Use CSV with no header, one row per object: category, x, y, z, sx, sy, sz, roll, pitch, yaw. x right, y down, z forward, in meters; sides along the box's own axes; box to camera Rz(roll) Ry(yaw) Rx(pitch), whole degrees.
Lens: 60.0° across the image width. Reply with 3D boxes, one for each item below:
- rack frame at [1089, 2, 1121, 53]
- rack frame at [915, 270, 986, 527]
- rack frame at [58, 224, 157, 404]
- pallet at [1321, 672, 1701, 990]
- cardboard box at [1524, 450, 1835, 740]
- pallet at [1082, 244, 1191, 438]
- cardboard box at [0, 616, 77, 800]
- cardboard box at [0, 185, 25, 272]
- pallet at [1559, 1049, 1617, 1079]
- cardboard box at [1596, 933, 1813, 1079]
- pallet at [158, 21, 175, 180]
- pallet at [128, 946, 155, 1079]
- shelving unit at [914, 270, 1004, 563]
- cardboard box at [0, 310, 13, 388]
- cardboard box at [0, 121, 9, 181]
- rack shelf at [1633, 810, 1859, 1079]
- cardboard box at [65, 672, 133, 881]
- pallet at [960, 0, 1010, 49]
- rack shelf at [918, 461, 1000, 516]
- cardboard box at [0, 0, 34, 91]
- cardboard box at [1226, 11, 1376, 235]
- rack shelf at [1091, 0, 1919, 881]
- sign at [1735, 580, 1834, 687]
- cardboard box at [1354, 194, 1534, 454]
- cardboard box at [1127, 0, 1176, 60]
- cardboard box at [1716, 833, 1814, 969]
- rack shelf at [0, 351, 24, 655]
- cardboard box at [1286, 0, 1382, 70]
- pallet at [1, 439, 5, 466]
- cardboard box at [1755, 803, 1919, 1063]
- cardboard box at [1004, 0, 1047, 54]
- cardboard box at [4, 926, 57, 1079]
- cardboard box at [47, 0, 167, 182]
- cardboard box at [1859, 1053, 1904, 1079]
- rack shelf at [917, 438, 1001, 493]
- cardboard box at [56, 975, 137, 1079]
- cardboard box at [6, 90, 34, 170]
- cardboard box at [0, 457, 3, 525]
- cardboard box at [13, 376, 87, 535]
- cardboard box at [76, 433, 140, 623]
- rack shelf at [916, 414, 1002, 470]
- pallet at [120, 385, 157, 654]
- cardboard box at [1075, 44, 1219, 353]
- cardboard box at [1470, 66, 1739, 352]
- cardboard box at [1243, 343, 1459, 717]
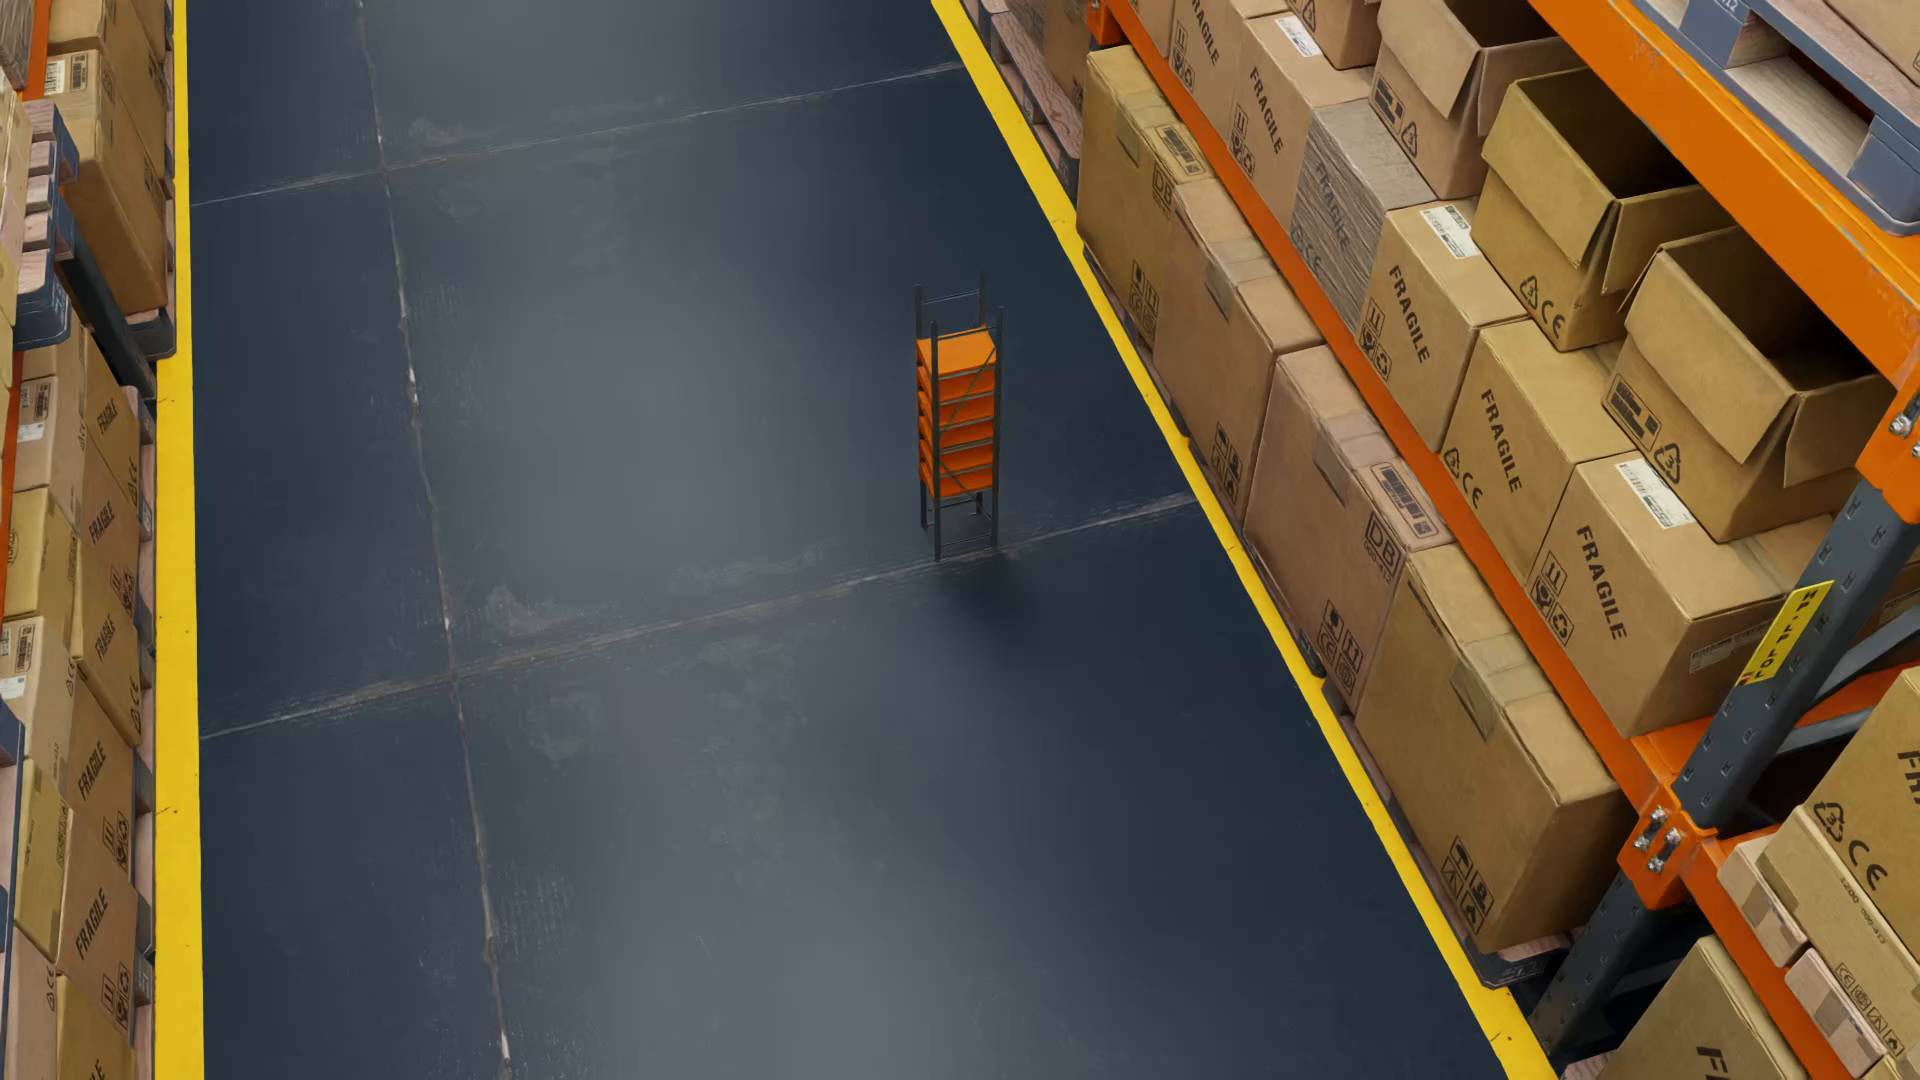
rack frame,1.027,-2.508,6.402,1.000,3.000,0.127,-13,51,-11
rack frame,-0.031,-0.464,5.857,0.240,1.200,0.006,-13,51,-11
rack frame,-3.741,-1.460,5.519,1.000,3.000,0.127,-13,51,-11
pallet,1.909,0.766,5.466,1.003,0.211,1.213,-13,51,-11
cardboard box,1.810,0.101,4.137,0.500,0.500,0.500,-13,51,-11
pallet,1.188,-1.016,6.969,1.003,0.211,1.213,-13,51,-11
cardboard box,-2.831,0.528,4.712,0.500,0.250,0.500,-12,51,-10
cardboard box,-3.008,-0.889,4.927,0.380,0.149,0.250,-13,51,-10
pallet,2.360,1.885,4.523,1.003,0.211,1.213,-13,51,-11
cardboard box,2.328,1.463,4.170,0.875,0.875,0.875,-13,51,-11
pallet,-4.260,-2.044,7.835,1.003,0.211,1.213,-13,51,-11
pallet,-2.790,1.792,4.602,1.003,0.211,1.213,-13,51,-11
shelving unit,-0.004,-0.397,5.800,0.258,1.200,0.189,-13,51,-11
cardboard box,-2.857,-0.510,4.608,0.380,0.149,0.250,-15,52,-13
cardboard box,-3.080,-1.158,4.960,0.380,0.149,0.250,-12,51,-10
rack shelf,2.801,2.106,2.983,1.077,0.370,4.000,-13,51,-11
cardboard box,-2.850,0.766,5.003,0.500,0.500,0.500,-13,51,-10
pallet,0.440,-3.070,8.700,1.003,0.211,1.213,-13,51,-11
rack shelf,-0.004,-0.214,6.018,0.258,0.103,0.180,-13,51,-11
cardboard box,-3.616,-1.882,5.809,0.500,0.500,0.500,-13,51,-11
cardboard box,1.220,-1.374,5.381,0.500,0.500,0.500,-14,51,-12
rack shelf,1.618,-0.815,5.446,1.077,0.370,4.000,-13,51,-11
sign,1.694,0.195,3.418,0.100,0.325,0.005,-13,51,-11
cardboard box,1.509,-0.642,4.764,0.500,0.500,0.500,-14,51,-11
cardboard box,0.910,-2.124,6.013,0.500,0.500,0.500,-12,51,-10
cardboard box,1.979,0.786,3.790,0.380,0.149,0.250,-13,51,-11
rack shelf,-3.150,0.232,4.563,1.077,0.370,4.000,-13,51,-11
cardboard box,1.417,-1.849,5.126,0.797,0.503,0.637,-12,51,-10
pallet,-3.117,0.038,4.382,1.003,0.211,1.213,-13,51,-11
cardboard box,2.098,0.768,3.544,0.500,0.250,0.500,-14,51,-12
cardboard box,0.633,-2.731,7.938,0.700,0.500,0.500,-17,52,-14
cardboard box,-2.525,1.290,4.070,0.500,0.250,0.500,-15,52,-13
cardboard box,-4.097,-1.974,7.149,1.050,0.750,0.750,-13,51,-10
cardboard box,2.135,1.170,3.466,0.380,0.149,0.250,-12,51,-10
rack shelf,-0.004,-0.291,5.926,0.258,0.103,0.180,-13,51,-11
cardboard box,-2.524,1.532,4.357,0.500,0.500,0.500,-12,51,-10
cardboard box,-3.156,-1.258,5.239,0.380,0.149,0.250,-13,51,-10
cardboard box,-2.698,-0.122,4.281,0.380,0.149,0.250,-15,52,-13
cardboard box,-3.129,-0.225,5.348,0.500,0.250,0.500,-13,51,-10
cardboard box,-3.147,0.011,5.639,0.500,0.500,0.500,-11,51,-10
rack shelf,-0.004,-0.369,5.834,0.258,0.103,0.180,-13,51,-11
pallet,-3.512,0.009,6.104,1.003,0.211,1.213,-13,51,-11
cardboard box,1.211,-1.450,6.625,1.225,0.875,0.875,-15,52,-13
cardboard box,1.821,-0.911,4.334,0.797,0.503,0.637,-13,51,-11
cardboard box,1.736,-0.153,5.532,1.225,0.875,0.875,-15,51,-12
